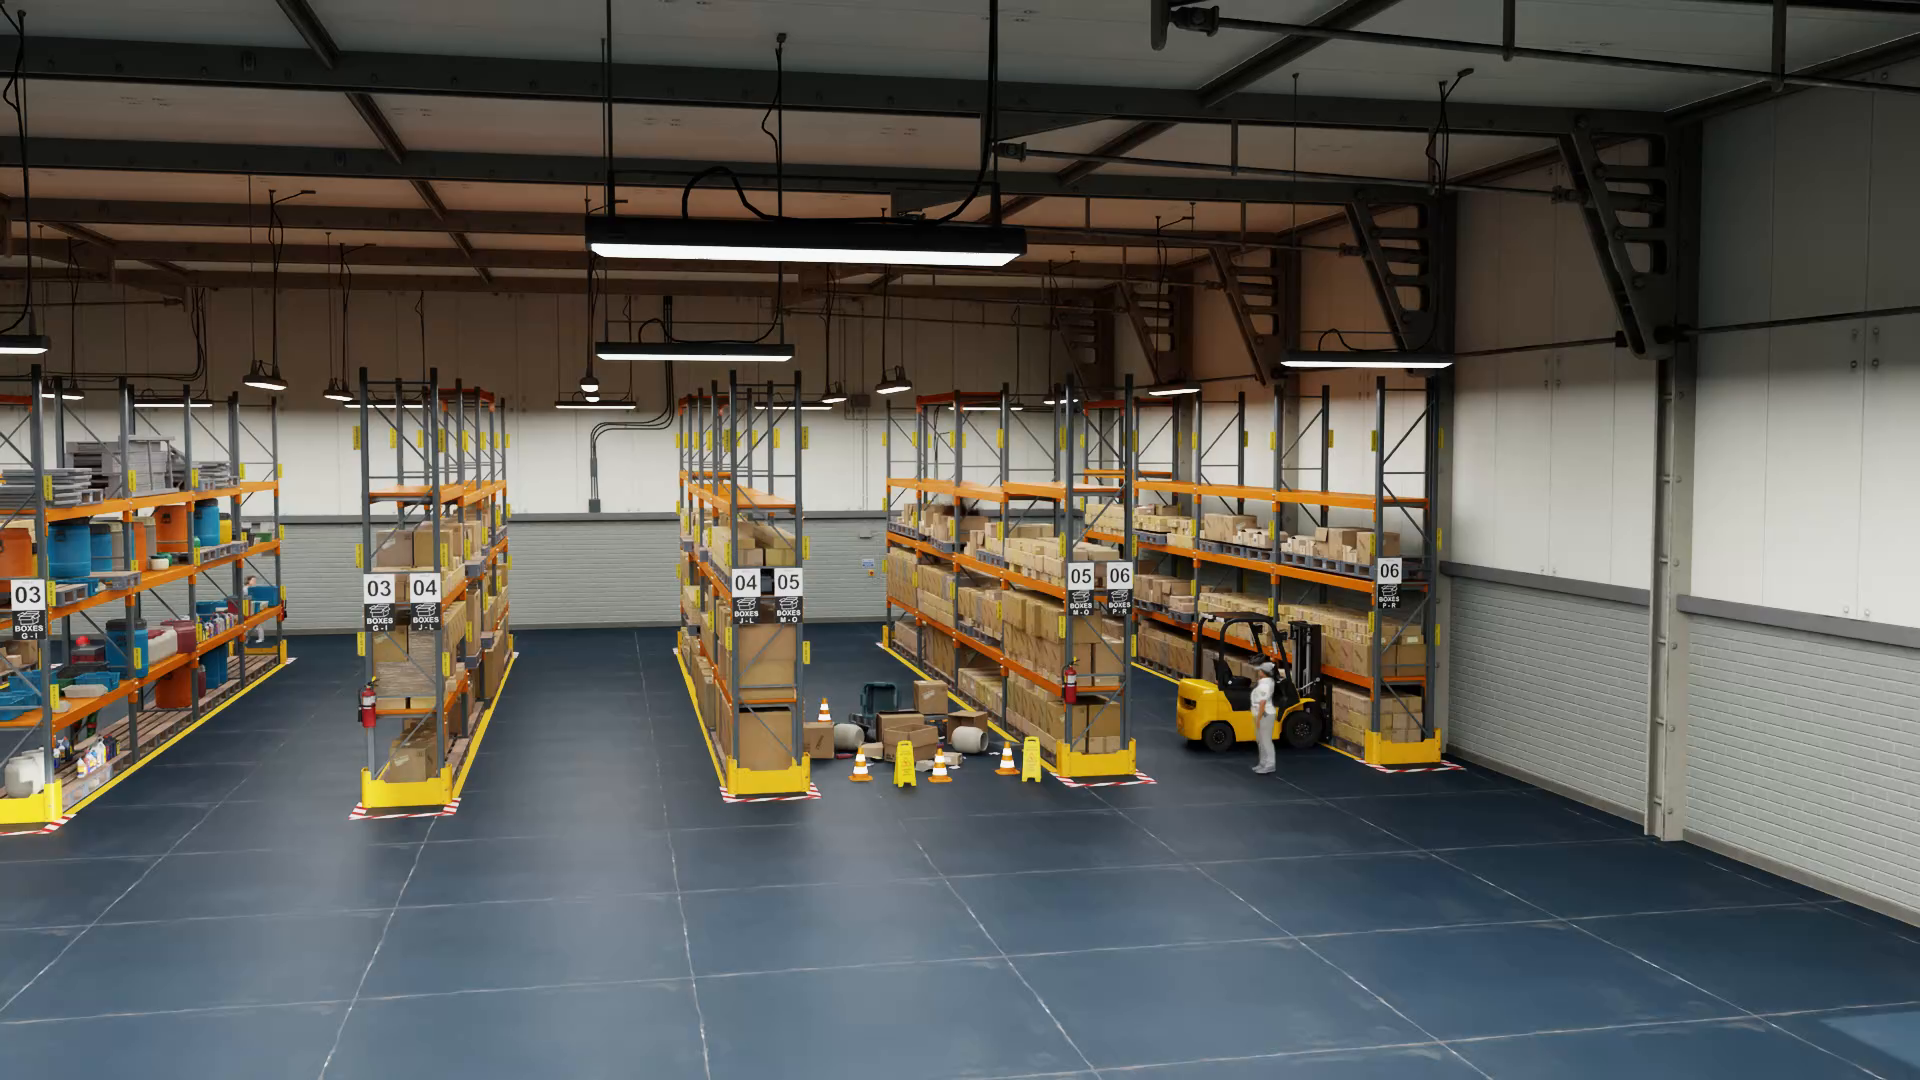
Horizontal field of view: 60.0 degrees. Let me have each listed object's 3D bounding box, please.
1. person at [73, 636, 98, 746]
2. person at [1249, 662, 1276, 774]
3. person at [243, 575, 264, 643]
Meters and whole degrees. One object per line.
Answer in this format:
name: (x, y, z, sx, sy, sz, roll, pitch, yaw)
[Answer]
person: (-14.457, 2.514, 27.538, 0.430, 1.853, 0.610, 2, 4, 35)
person: (4.551, 2.691, 25.151, 0.428, 1.681, 0.538, 0, 3, -3)
person: (-17.521, 1.712, 41.243, 0.514, 1.674, 0.423, -2, 4, -32)
